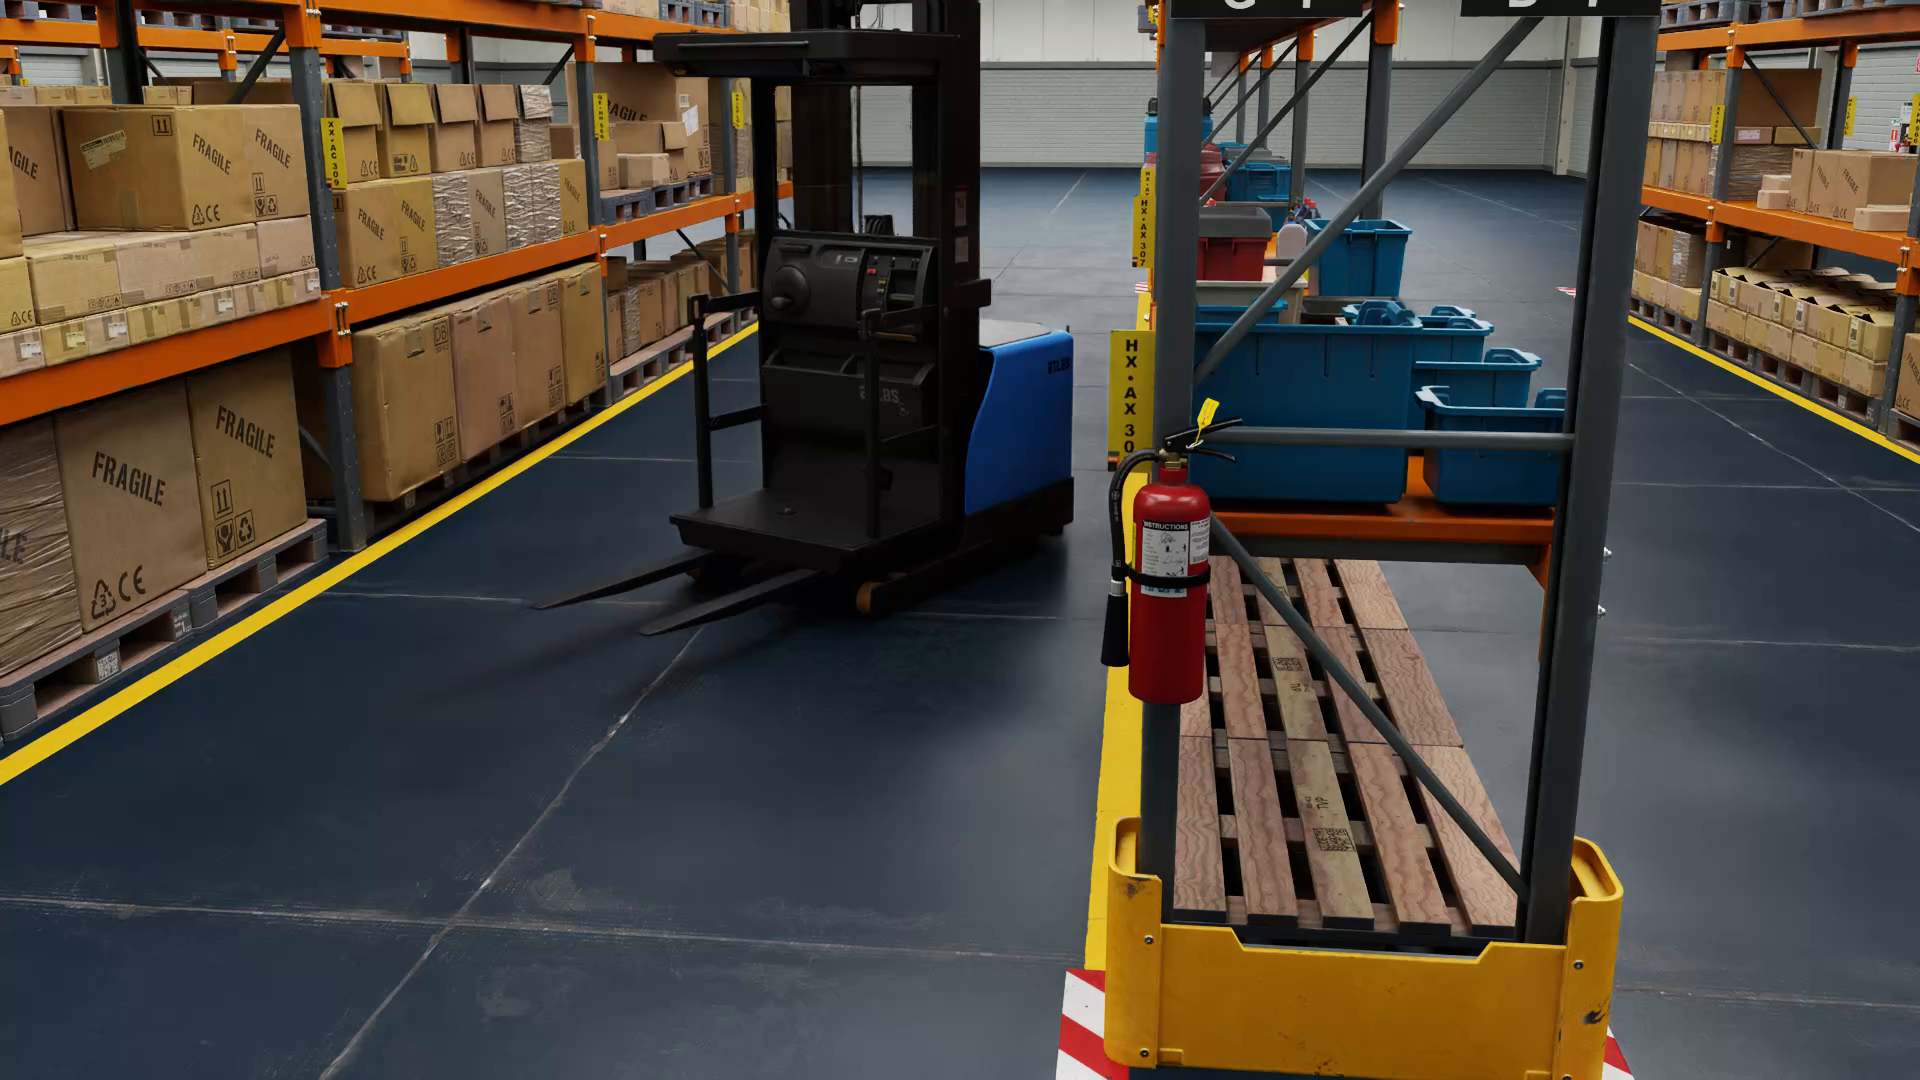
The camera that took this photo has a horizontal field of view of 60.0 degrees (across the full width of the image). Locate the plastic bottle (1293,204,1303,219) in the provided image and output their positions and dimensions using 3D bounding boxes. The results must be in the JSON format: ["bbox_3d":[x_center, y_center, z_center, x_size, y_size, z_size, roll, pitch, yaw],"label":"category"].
[{"bbox_3d":[2.137,-1.976,10.469,0.097,0.271,0.097,0,15,0],"label":"plastic bottle"}]

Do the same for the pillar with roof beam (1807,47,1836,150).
[{"bbox_3d":[10.441,-10.006,28.427,9.100,9.000,0.400,2,15,6],"label":"pillar with roof beam"}]

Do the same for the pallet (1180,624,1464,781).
[{"bbox_3d":[1.207,0.598,6.047,1.003,0.211,1.213,2,15,6],"label":"pallet"}]

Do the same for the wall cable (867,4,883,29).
[{"bbox_3d":[-3.472,-17.559,49.843,2.305,6.003,0.169,2,15,6],"label":"wall cable"}]

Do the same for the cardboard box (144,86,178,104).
[{"bbox_3d":[-7.655,-3.919,15.302,0.700,0.500,0.500,1,15,5],"label":"cardboard box"}]

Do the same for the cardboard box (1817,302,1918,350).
[{"bbox_3d":[6.626,-1.572,12.119,0.500,0.311,0.500,1,15,5],"label":"cardboard box"}]

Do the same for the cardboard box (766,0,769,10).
[{"bbox_3d":[-2.185,-5.529,17.139,0.380,0.149,0.250,2,15,8],"label":"cardboard box"}]

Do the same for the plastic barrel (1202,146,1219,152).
[{"bbox_3d":[1.832,-2.854,13.210,0.433,0.535,0.433,0,15,0],"label":"plastic barrel"}]

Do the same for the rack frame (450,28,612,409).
[{"bbox_3d":[-3.084,-2.441,11.943,1.000,3.000,0.127,2,15,6],"label":"rack frame"}]

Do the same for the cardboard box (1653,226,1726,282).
[{"bbox_3d":[7.166,-2.809,16.330,0.500,0.500,0.500,2,15,6],"label":"cardboard box"}]

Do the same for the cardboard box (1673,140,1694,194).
[{"bbox_3d":[7.368,-3.616,16.097,0.700,0.500,0.500,2,15,7],"label":"cardboard box"}]

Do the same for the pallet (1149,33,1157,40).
[{"bbox_3d":[2.550,-5.515,17.927,1.003,0.211,1.213,2,15,6],"label":"pallet"}]

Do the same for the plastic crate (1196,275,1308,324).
[{"bbox_3d":[1.031,-0.839,6.129,0.437,0.282,0.530,2,15,6],"label":"plastic crate"}]

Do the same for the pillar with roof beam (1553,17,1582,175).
[{"bbox_3d":[12.472,-14.675,45.692,9.100,9.000,0.400,2,15,6],"label":"pillar with roof beam"}]

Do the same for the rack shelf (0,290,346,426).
[{"bbox_3d":[-3.761,-0.538,6.281,1.077,0.370,4.000,2,15,6],"label":"rack shelf"}]

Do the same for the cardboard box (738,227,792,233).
[{"bbox_3d":[-2.268,-3.350,19.290,0.500,0.500,0.500,5,16,17],"label":"cardboard box"}]

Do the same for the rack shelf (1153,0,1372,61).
[{"bbox_3d":[1.612,-2.877,9.187,1.077,0.370,4.000,2,15,6],"label":"rack shelf"}]

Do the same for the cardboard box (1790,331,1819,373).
[{"bbox_3d":[6.690,-1.431,12.672,0.500,0.250,0.500,2,15,8],"label":"cardboard box"}]

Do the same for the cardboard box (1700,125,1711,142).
[{"bbox_3d":[7.085,-3.756,15.371,0.380,0.149,0.250,1,15,5],"label":"cardboard box"}]

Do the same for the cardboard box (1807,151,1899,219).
[{"bbox_3d":[6.991,-2.769,12.963,0.500,0.500,0.500,2,15,6],"label":"cardboard box"}]

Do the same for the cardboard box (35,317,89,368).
[{"bbox_3d":[-3.446,-0.726,6.082,0.380,0.149,0.250,1,15,5],"label":"cardboard box"}]

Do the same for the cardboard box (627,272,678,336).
[{"bbox_3d":[-2.858,-2.057,14.469,0.700,0.500,0.500,0,15,1],"label":"cardboard box"}]

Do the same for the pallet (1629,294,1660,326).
[{"bbox_3d":[7.477,-2.362,16.992,1.003,0.211,1.213,2,15,6],"label":"pallet"}]

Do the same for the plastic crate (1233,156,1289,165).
[{"bbox_3d":[2.324,-2.736,12.911,0.402,0.464,0.583,2,15,6],"label":"plastic crate"}]

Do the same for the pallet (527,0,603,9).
[{"bbox_3d":[-3.104,-3.629,10.952,1.213,0.211,1.003,2,15,9],"label":"pallet"}]

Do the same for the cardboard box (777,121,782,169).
[{"bbox_3d":[-2.375,-4.175,17.594,0.875,0.500,0.500,2,15,6],"label":"cardboard box"}]

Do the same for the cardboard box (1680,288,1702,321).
[{"bbox_3d":[7.046,-2.188,15.469,0.500,0.250,0.500,2,15,6],"label":"cardboard box"}]

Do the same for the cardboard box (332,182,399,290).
[{"bbox_3d":[-3.235,-1.564,8.507,0.500,0.500,0.500,2,15,6],"label":"cardboard box"}]

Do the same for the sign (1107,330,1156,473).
[{"bbox_3d":[0.387,-0.311,3.753,0.100,0.325,0.005,2,15,6],"label":"sign"}]

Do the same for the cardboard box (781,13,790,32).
[{"bbox_3d":[-2.103,-5.497,17.784,0.500,0.250,0.500,2,15,7],"label":"cardboard box"}]

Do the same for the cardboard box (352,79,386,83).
[{"bbox_3d":[-7.149,-5.041,19.203,0.875,0.550,0.550,2,15,6],"label":"cardboard box"}]

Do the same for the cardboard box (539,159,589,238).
[{"bbox_3d":[-2.893,-2.354,11.429,0.500,0.500,0.500,2,15,8],"label":"cardboard box"}]

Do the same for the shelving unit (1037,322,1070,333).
[{"bbox_3d":[0.433,-0.629,8.978,0.215,1.050,0.252,10,18,33],"label":"shelving unit"}]

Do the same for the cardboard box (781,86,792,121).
[{"bbox_3d":[-2.107,-4.781,17.920,0.500,0.500,0.500,2,15,6],"label":"cardboard box"}]

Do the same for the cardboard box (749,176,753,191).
[{"bbox_3d":[-2.267,-3.534,16.467,0.380,0.149,0.250,2,15,6],"label":"cardboard box"}]

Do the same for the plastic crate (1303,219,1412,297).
[{"bbox_3d":[1.673,-1.148,7.076,0.392,0.384,0.575,2,15,6],"label":"plastic crate"}]

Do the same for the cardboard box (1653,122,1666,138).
[{"bbox_3d":[7.260,-4.155,16.847,0.380,0.149,0.250,2,15,6],"label":"cardboard box"}]

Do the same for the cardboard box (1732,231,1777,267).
[{"bbox_3d":[7.622,-2.664,15.794,0.500,0.500,0.500,2,15,6],"label":"cardboard box"}]

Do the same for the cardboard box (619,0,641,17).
[{"bbox_3d":[-2.719,-4.064,12.486,0.500,0.250,0.500,2,15,8],"label":"cardboard box"}]

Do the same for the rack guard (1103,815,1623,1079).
[{"bbox_3d":[0.945,0.993,4.032,1.175,0.500,0.348,2,15,6],"label":"rack guard"}]

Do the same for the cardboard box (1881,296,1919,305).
[{"bbox_3d":[7.221,-1.690,12.555,0.500,0.311,0.500,1,15,5],"label":"cardboard box"}]

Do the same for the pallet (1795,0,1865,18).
[{"bbox_3d":[6.870,-3.974,12.227,1.003,0.211,1.213,2,15,9],"label":"pallet"}]

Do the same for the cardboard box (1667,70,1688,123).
[{"bbox_3d":[7.424,-4.366,16.385,0.700,0.500,0.500,2,15,6],"label":"cardboard box"}]

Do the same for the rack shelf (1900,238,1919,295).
[{"bbox_3d":[6.533,-1.282,9.035,1.077,0.370,4.000,2,15,6],"label":"rack shelf"}]

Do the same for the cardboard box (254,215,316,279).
[{"bbox_3d":[-3.324,-1.352,7.635,0.500,0.250,0.500,1,15,5],"label":"cardboard box"}]

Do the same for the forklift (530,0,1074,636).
[{"bbox_3d":[-0.641,-1.208,7.513,1.130,2.935,3.031,10,18,33],"label":"forklift"}]

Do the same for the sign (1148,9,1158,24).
[{"bbox_3d":[1.744,-4.804,14.918,0.100,0.325,0.005,2,15,6],"label":"sign"}]

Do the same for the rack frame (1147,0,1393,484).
[{"bbox_3d":[1.386,-1.258,7.566,1.000,3.000,0.127,2,15,6],"label":"rack frame"}]

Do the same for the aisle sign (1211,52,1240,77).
[{"bbox_3d":[3.044,-5.635,18.774,0.394,0.787,0.004,2,15,6],"label":"aisle sign"}]

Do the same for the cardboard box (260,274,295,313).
[{"bbox_3d":[-3.273,-1.127,7.563,0.380,0.149,0.250,2,15,7],"label":"cardboard box"}]

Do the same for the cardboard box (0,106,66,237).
[{"bbox_3d":[-3.960,-1.457,6.586,0.500,0.500,0.500,1,15,4],"label":"cardboard box"}]

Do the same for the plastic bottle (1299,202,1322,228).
[{"bbox_3d":[1.992,-1.735,9.425,0.144,0.351,0.185,2,15,6],"label":"plastic bottle"}]

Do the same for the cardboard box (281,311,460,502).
[{"bbox_3d":[-3.483,-0.747,8.944,1.225,0.875,0.875,2,15,6],"label":"cardboard box"}]

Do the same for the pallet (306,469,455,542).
[{"bbox_3d":[-3.523,-0.260,9.218,1.003,0.211,1.213,2,15,6],"label":"pallet"}]

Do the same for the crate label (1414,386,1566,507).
[{"bbox_3d":[1.290,-0.223,3.945,0.416,0.233,0.303,2,15,6],"label":"crate label"}]

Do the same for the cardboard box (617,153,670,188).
[{"bbox_3d":[-2.666,-2.999,13.490,0.500,0.250,0.500,1,15,5],"label":"cardboard box"}]

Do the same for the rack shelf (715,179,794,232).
[{"bbox_3d":[-2.407,-3.650,17.791,1.077,0.370,4.000,2,15,6],"label":"rack shelf"}]
